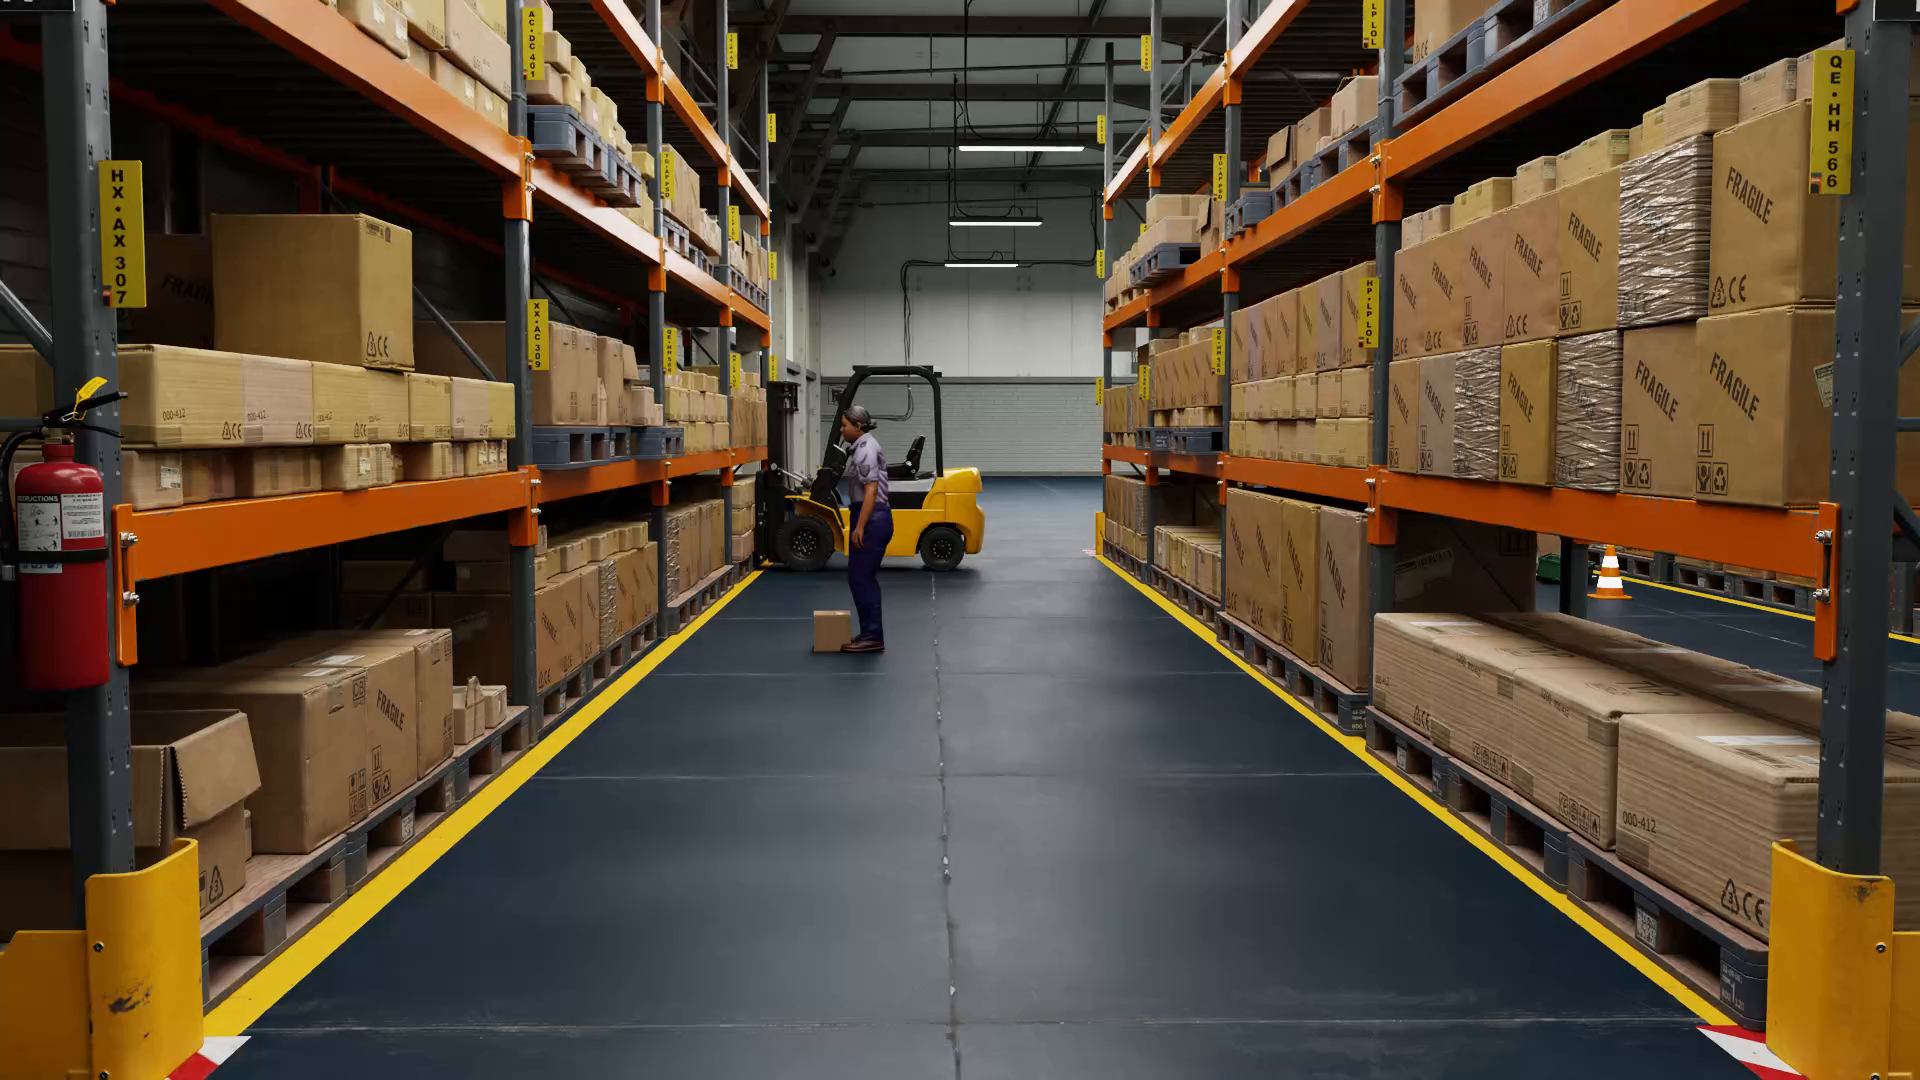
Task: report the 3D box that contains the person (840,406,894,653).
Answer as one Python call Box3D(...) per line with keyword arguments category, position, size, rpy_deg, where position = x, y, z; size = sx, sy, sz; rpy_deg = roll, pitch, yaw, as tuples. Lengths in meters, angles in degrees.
Box3D(category="person", position=(-0.633, -0.080, 11.266), size=(0.370, 1.648, 0.539), rpy_deg=(0, 4, -1))
